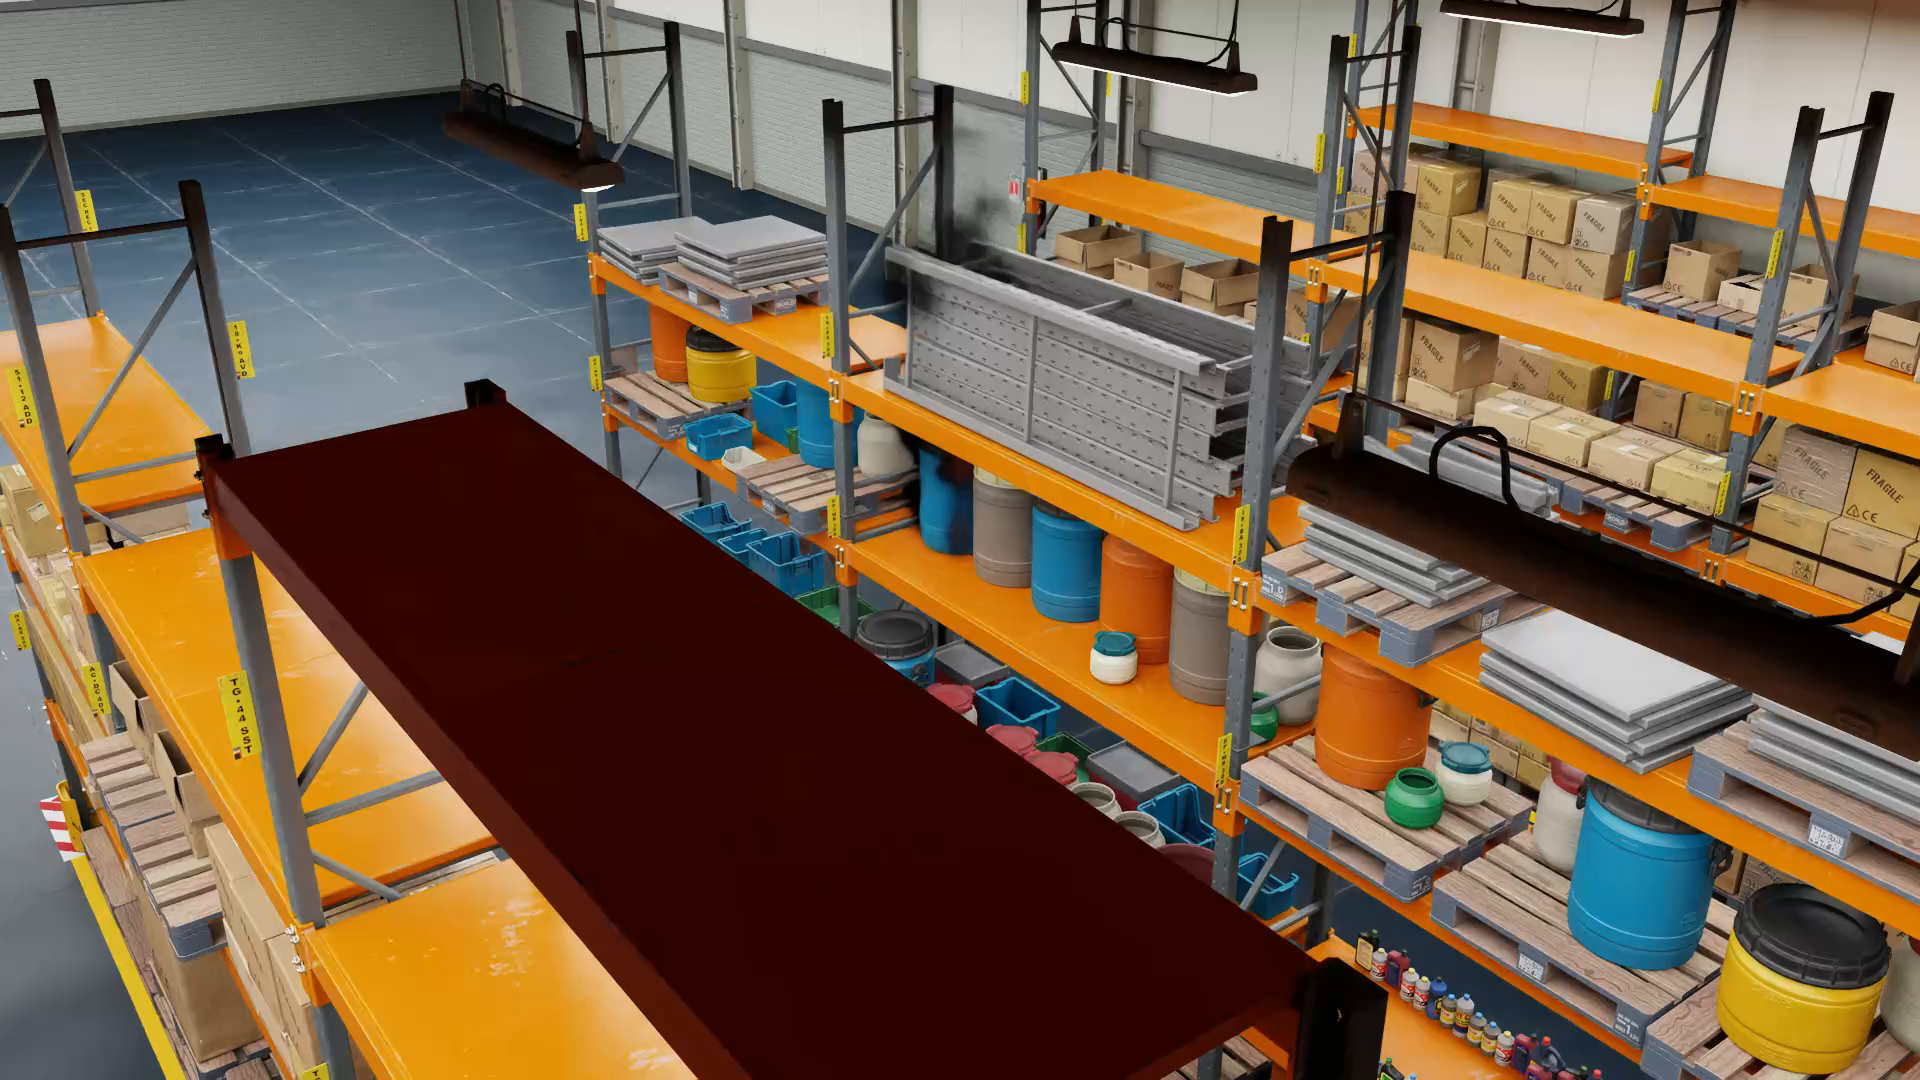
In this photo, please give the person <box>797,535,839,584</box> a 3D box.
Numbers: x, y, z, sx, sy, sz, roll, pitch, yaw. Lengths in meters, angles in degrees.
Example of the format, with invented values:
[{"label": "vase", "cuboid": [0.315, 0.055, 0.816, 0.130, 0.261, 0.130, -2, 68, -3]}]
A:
[{"label": "person", "cuboid": [-1.456, -0.159, 16.709, 0.879, 1.706, 0.583, 17, 30, 33]}]
